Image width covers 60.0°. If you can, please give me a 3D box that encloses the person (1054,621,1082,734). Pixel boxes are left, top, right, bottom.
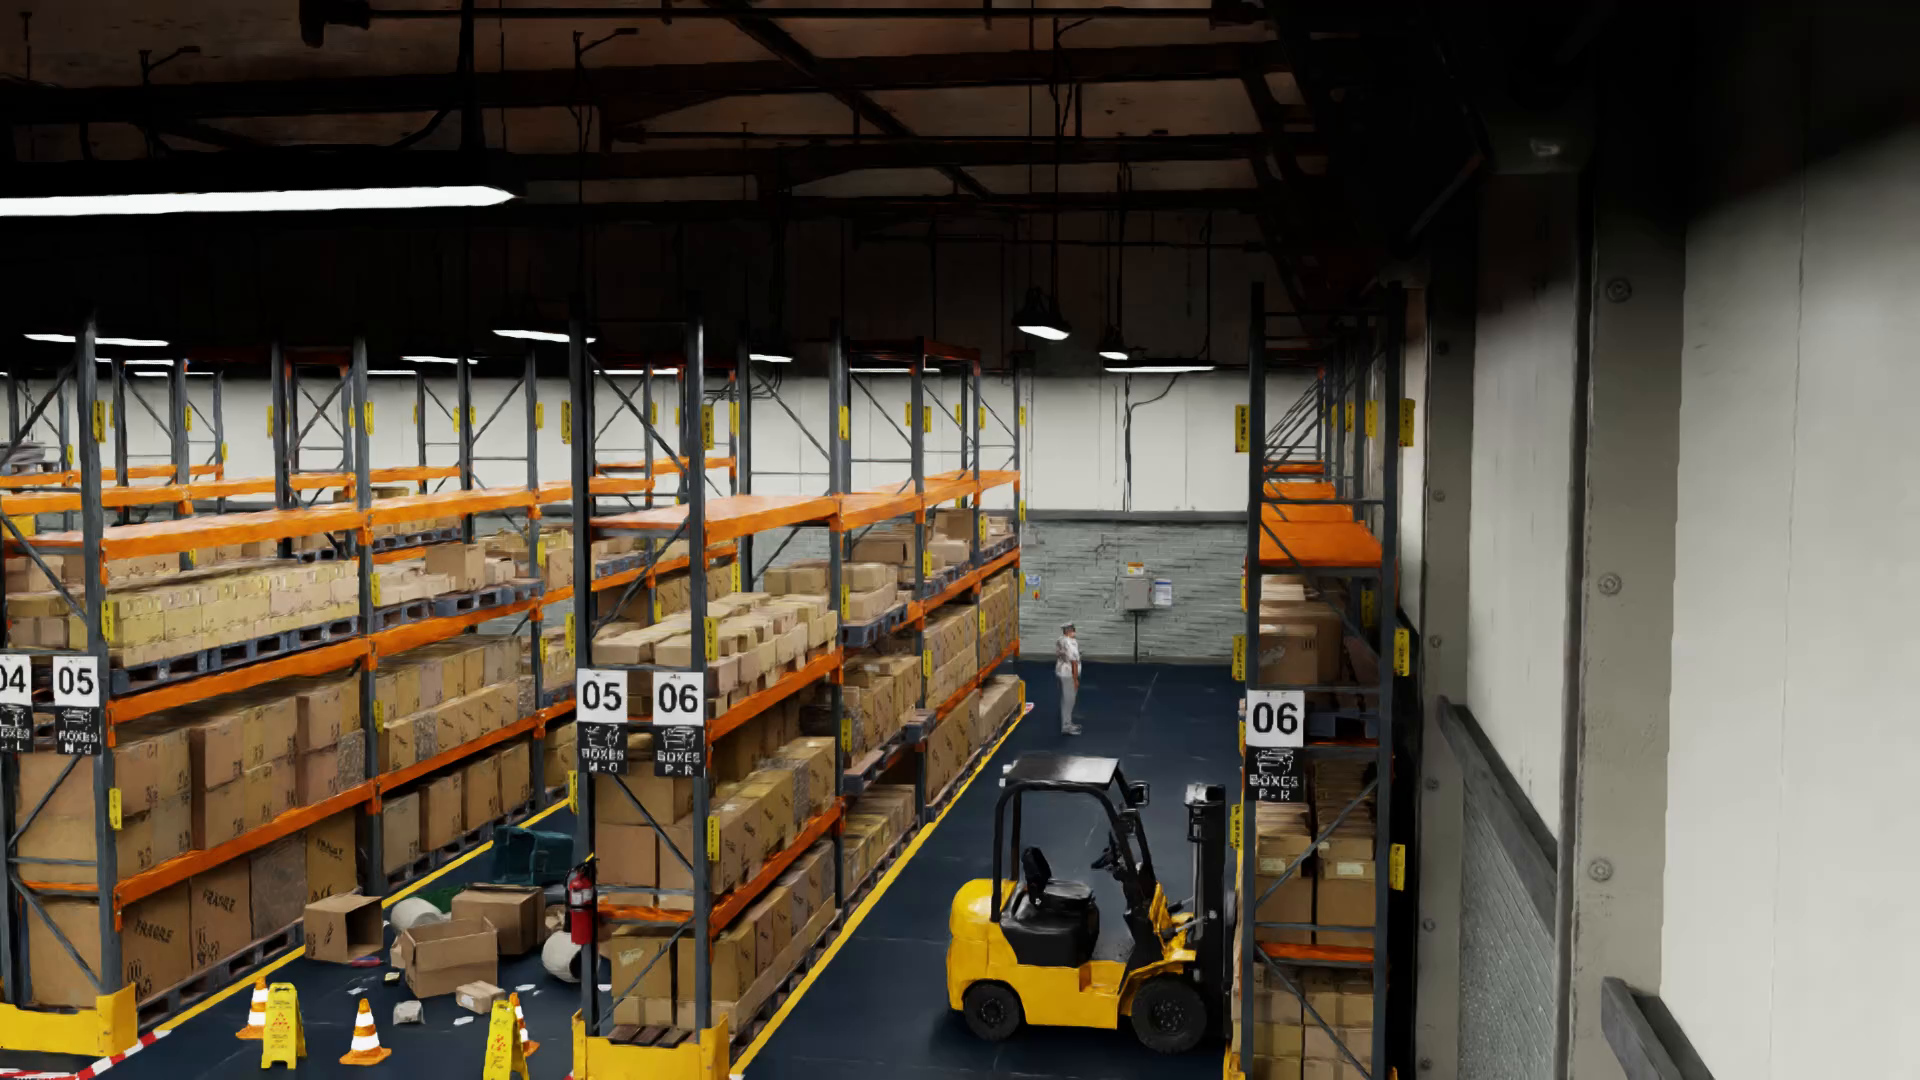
[{"bbox_3d":[1.749,2.167,26.313,0.476,1.746,0.591,-2,5,-20],"label":"person"}]
